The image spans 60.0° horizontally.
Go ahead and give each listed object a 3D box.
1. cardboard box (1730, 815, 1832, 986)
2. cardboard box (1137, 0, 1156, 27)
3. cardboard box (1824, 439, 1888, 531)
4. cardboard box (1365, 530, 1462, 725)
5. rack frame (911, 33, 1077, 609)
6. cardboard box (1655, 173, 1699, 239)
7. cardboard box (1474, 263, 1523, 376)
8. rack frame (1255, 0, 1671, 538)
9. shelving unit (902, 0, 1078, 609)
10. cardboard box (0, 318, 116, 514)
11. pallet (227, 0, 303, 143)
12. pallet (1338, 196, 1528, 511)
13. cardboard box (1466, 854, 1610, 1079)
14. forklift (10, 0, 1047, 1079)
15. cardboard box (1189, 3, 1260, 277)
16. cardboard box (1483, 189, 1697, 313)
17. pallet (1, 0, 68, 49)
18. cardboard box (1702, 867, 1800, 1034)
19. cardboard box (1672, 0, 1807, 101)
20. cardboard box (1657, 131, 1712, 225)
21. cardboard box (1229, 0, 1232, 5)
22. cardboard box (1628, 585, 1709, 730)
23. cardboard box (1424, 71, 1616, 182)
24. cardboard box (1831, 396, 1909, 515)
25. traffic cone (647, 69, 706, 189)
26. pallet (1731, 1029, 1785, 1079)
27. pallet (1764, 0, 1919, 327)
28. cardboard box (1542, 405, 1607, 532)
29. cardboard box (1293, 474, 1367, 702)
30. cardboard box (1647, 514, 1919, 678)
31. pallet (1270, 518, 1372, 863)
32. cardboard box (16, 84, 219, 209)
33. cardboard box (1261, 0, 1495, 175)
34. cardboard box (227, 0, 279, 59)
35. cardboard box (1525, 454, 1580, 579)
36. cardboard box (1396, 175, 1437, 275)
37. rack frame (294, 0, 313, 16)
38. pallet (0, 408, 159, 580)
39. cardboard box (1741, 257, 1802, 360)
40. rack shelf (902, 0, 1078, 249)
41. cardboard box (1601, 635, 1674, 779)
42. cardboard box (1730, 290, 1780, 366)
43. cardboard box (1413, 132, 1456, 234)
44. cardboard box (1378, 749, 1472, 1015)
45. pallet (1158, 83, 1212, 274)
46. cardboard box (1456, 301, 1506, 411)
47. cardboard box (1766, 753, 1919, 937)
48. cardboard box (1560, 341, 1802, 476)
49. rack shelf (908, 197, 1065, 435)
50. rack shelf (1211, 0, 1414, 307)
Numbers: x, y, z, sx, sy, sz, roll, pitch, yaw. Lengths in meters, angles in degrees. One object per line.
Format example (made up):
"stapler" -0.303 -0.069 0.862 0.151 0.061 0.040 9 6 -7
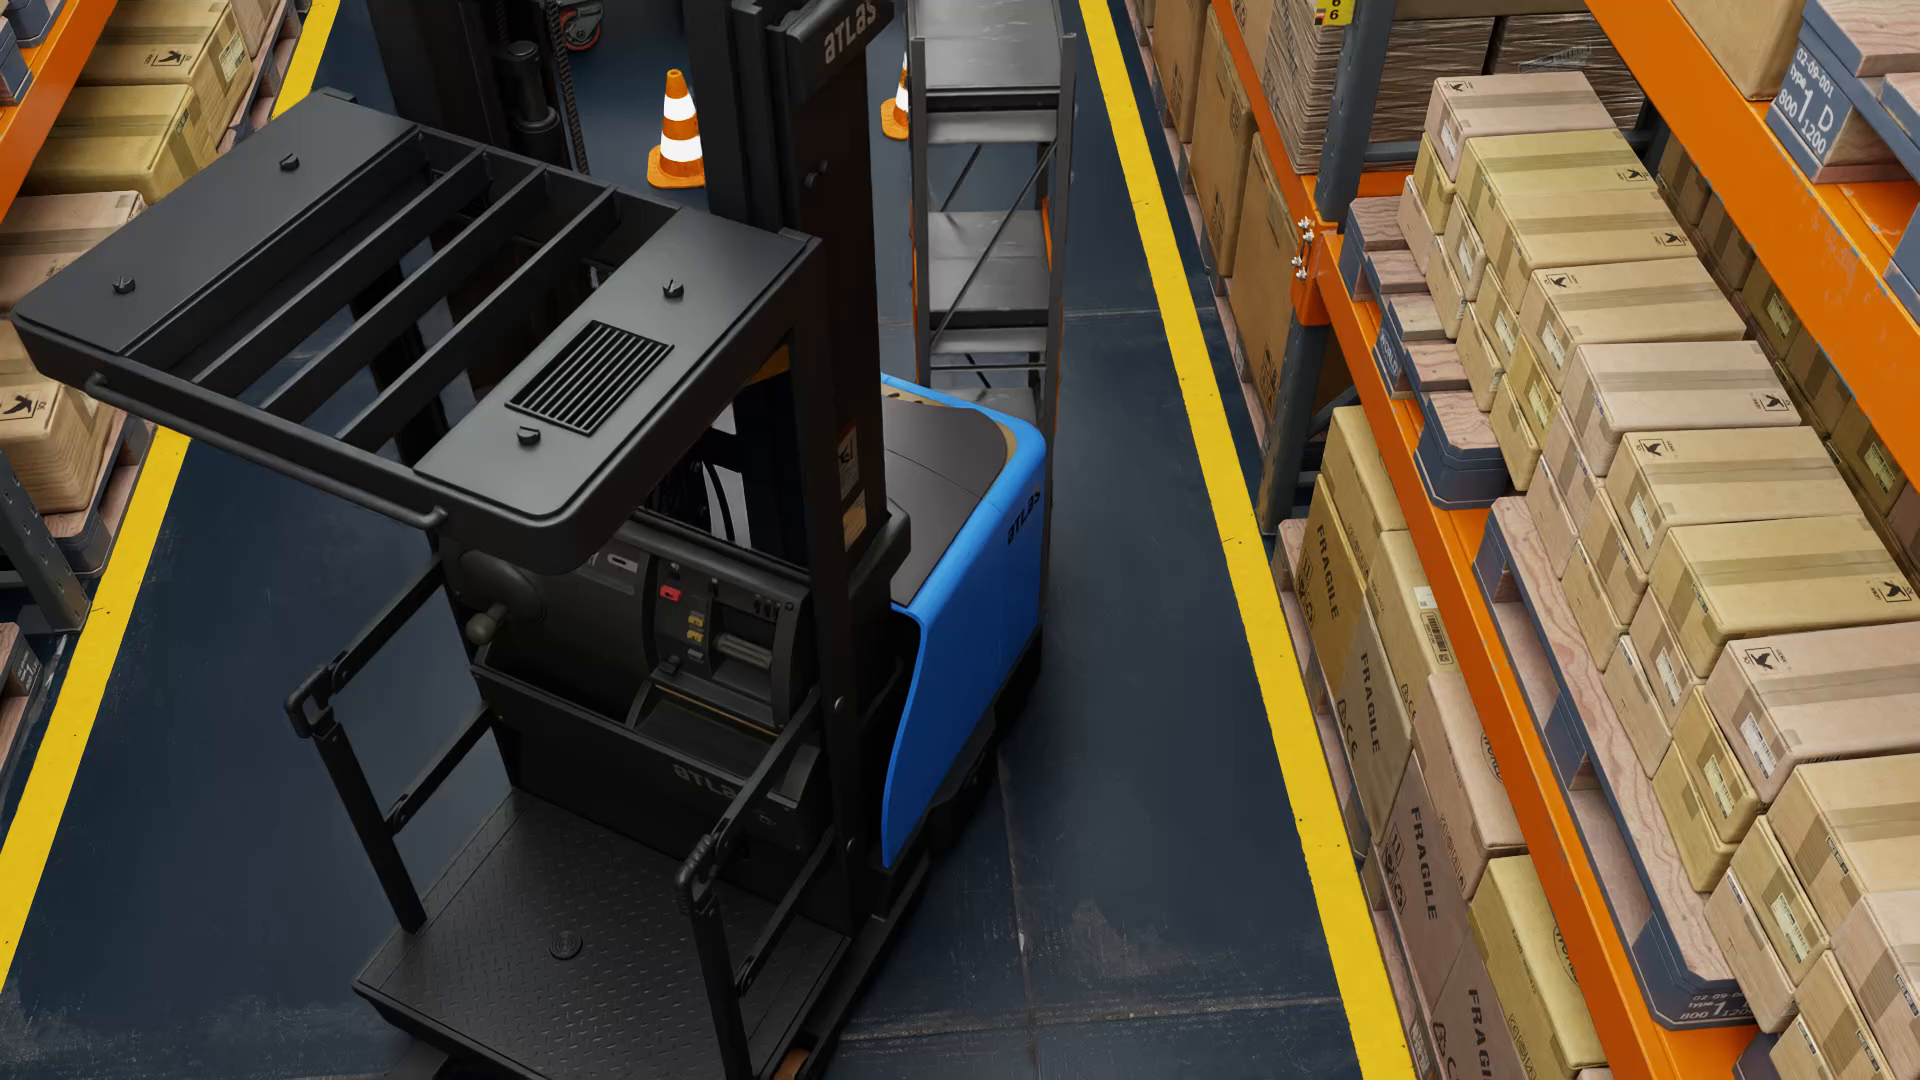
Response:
"cardboard box" 1.555 0.587 2.807 0.380 0.149 0.250 -6 47 -5
"cardboard box" 1.346 -2.936 7.725 1.050 0.750 0.750 -4 47 -3
"cardboard box" 2.121 -0.103 3.665 0.380 0.149 0.250 -5 47 -5
"cardboard box" 1.398 0.223 4.389 0.500 0.250 0.500 -4 47 -4
"rack frame" 0.081 -0.490 4.768 0.400 2.100 0.015 -2 47 -2
"cardboard box" 2.038 -0.844 4.367 0.380 0.149 0.250 -3 47 -3
"cardboard box" 1.430 -0.524 3.859 0.380 0.149 0.250 -5 47 -5
"rack frame" 1.539 -1.115 4.740 1.000 3.000 0.127 -3 47 -3
"shelving unit" 0.070 -0.667 4.936 0.431 2.100 0.503 -2 47 -2
"cardboard box" -3.422 -0.391 5.575 0.950 0.372 0.625 -6 47 -6
"pallet" -3.653 -2.113 7.606 1.003 0.211 1.213 -3 47 -3
"pallet" 1.705 -0.540 4.327 1.213 0.211 1.003 -3 47 -3
"cardboard box" 1.471 0.959 3.692 0.500 0.250 0.500 -5 47 -5
"forklift" -0.852 0.223 3.520 1.130 2.935 3.031 20 50 18
"cardboard box" 1.501 -1.564 6.426 1.050 0.750 0.750 -3 47 -3
"cardboard box" 1.426 -0.659 3.783 0.380 0.149 0.250 -4 47 -4
"pallet" -3.592 -2.105 5.809 1.003 0.211 1.213 -3 47 -3
"cardboard box" 1.552 0.695 2.909 0.380 0.149 0.250 -5 47 -5
"cardboard box" 1.418 -1.029 2.523 0.500 0.500 0.500 -3 47 -3
"cardboard box" 2.034 -0.945 4.258 0.380 0.149 0.250 -3 47 -2
"cardboard box" 1.152 -2.181 5.681 0.500 0.500 0.500 -4 47 -4
"cardboard box" 1.515 0.213 3.161 0.380 0.149 0.250 -2 47 -2
"cardboard box" 1.385 -1.028 4.132 0.380 0.149 0.250 -3 47 -3
"cardboard box" 2.122 -0.201 3.553 0.380 0.149 0.250 -4 47 -4
"traffic cone" -1.200 -1.801 7.137 0.336 0.463 0.334 -3 47 -3
"pallet" 1.955 1.283 2.601 1.003 0.211 1.213 -3 47 -3
"pallet" 1.838 -0.391 2.118 1.213 0.211 1.003 -3 47 -3
"cardboard box" 1.471 -0.161 3.516 0.380 0.149 0.250 -3 47 -3
"cardboard box" 1.344 0.128 4.996 0.500 0.500 0.500 -5 47 -5
"cardboard box" 1.513 0.100 3.063 0.380 0.149 0.250 -4 47 -4
"pallet" 1.603 0.409 5.217 1.003 0.211 1.213 -3 47 -3
"cardboard box" -3.550 -1.473 6.600 0.950 0.372 0.625 -2 47 -2
"cardboard box" 1.234 -1.459 4.997 0.500 0.500 0.500 -3 47 -3
"cardboard box" -3.674 -2.496 7.569 0.950 0.372 0.625 -3 47 -3
"cardboard box" 1.470 -0.060 3.625 0.380 0.149 0.250 -2 47 -2
"cardboard box" 1.375 -0.837 4.360 0.380 0.149 0.250 -4 47 -4
"rack frame" -3.720 -3.635 7.127 1.000 3.000 0.127 -3 47 -3
"pallet" -3.449 -0.347 5.934 1.003 0.211 1.213 -3 47 -3
"cardboard box" 2.083 -0.562 3.895 0.380 0.149 0.250 -2 47 -2
"rack shelf" 0.070 -1.139 4.437 0.431 0.518 0.480 -2 47 -2
"cardboard box" 1.509 0.311 3.274 0.380 0.149 0.250 -5 47 -5
"cardboard box" 2.079 -0.478 4.021 0.380 0.149 0.250 -3 47 -3
"cardboard box" 1.379 -0.913 4.228 0.380 0.149 0.250 -2 47 -2
"cardboard box" 1.437 0.862 4.300 0.500 0.500 0.500 -5 47 -4
"pallet" 1.449 -1.612 7.131 1.003 0.211 1.213 -3 47 -3
"cardboard box" 1.421 -0.448 3.992 0.380 0.149 0.250 -1 47 -1
"cardboard box" 1.563 0.489 2.695 0.380 0.149 0.250 -5 47 -5
"cardboard box" 1.472 -0.272 3.416 0.380 0.149 0.250 -2 47 -1
"rack shelf" 0.070 -0.658 4.946 0.431 0.518 0.480 -2 47 -2
"rack shelf" 1.372 -2.314 6.372 1.077 0.370 4.000 -3 47 -3
